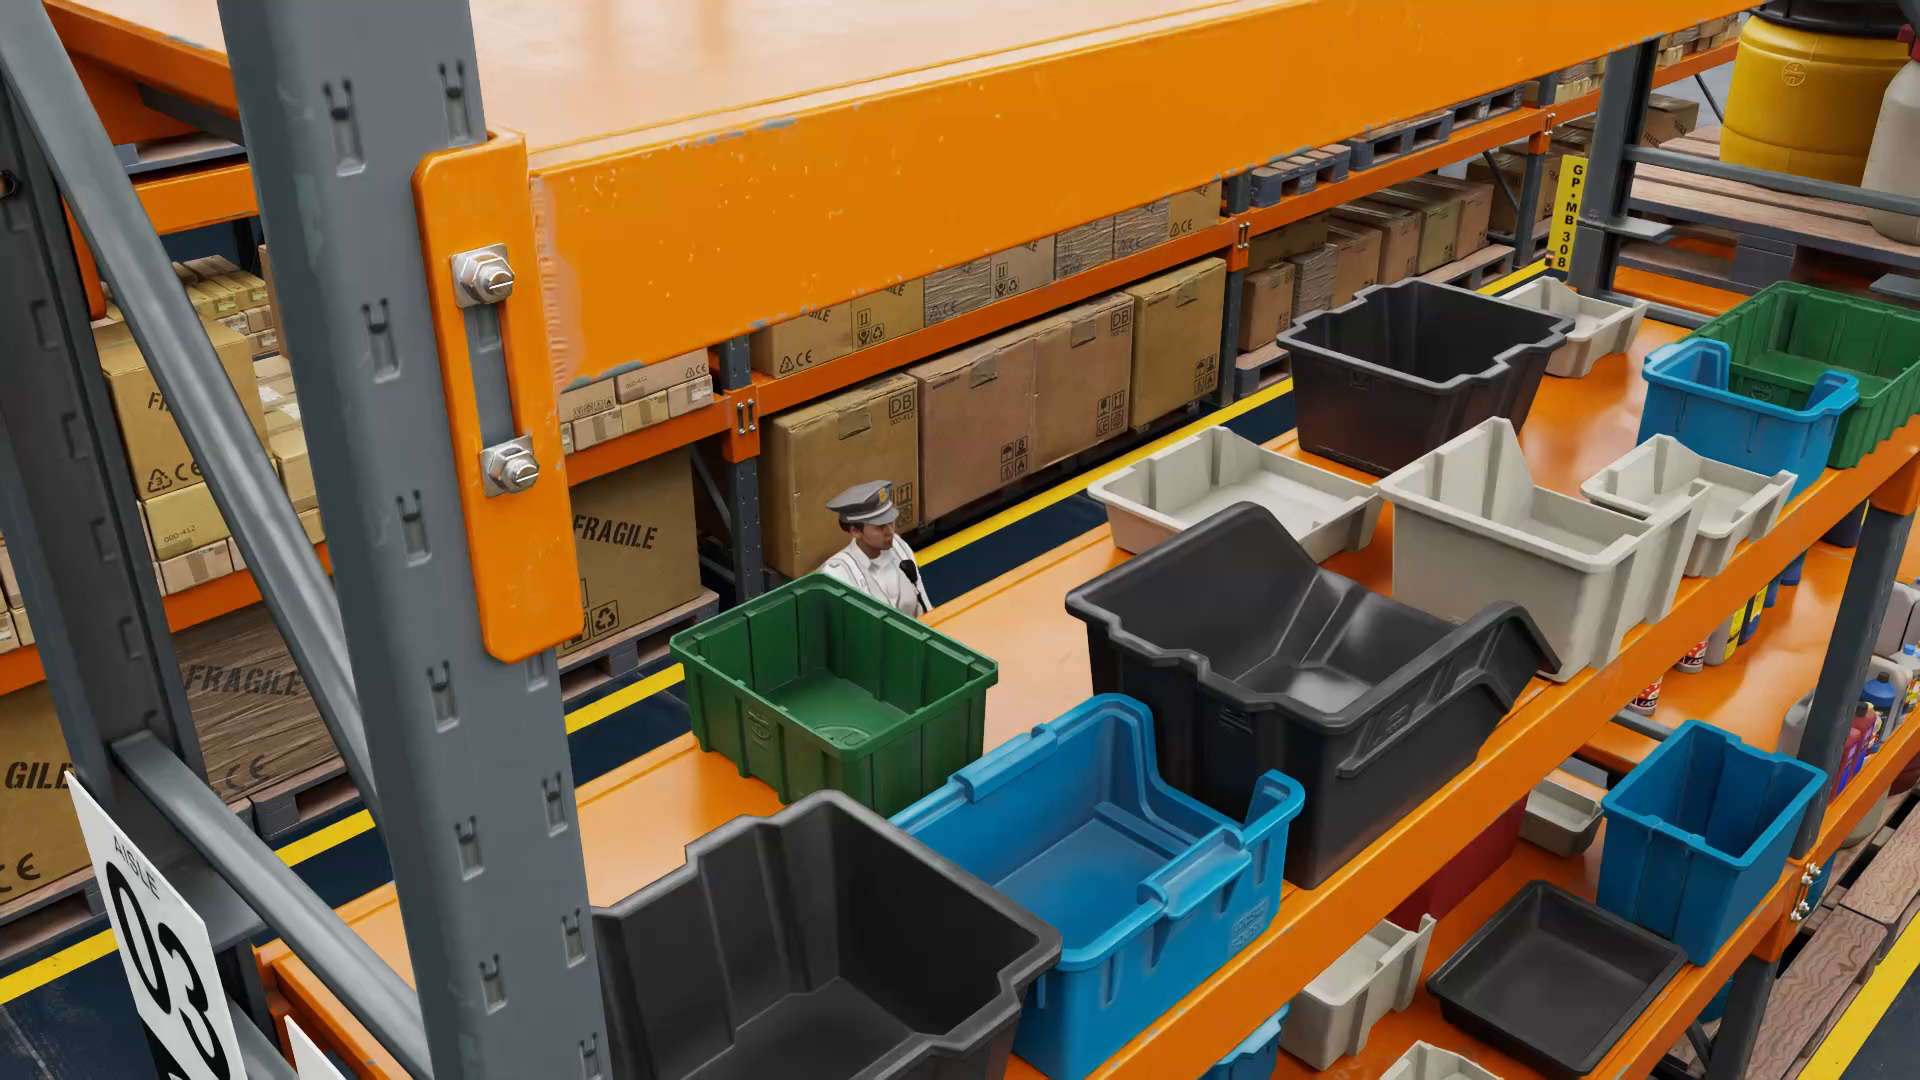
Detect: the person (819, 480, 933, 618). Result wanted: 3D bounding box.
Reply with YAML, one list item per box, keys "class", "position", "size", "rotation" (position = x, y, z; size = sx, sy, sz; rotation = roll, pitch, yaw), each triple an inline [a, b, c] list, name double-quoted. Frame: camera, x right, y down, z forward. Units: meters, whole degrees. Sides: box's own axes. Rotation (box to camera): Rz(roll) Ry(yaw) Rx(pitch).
- class: "person"
  position: [-0.276, 0.565, 6.534]
  size: [0.515, 1.691, 0.434]
  rotation: [24, 36, 38]
